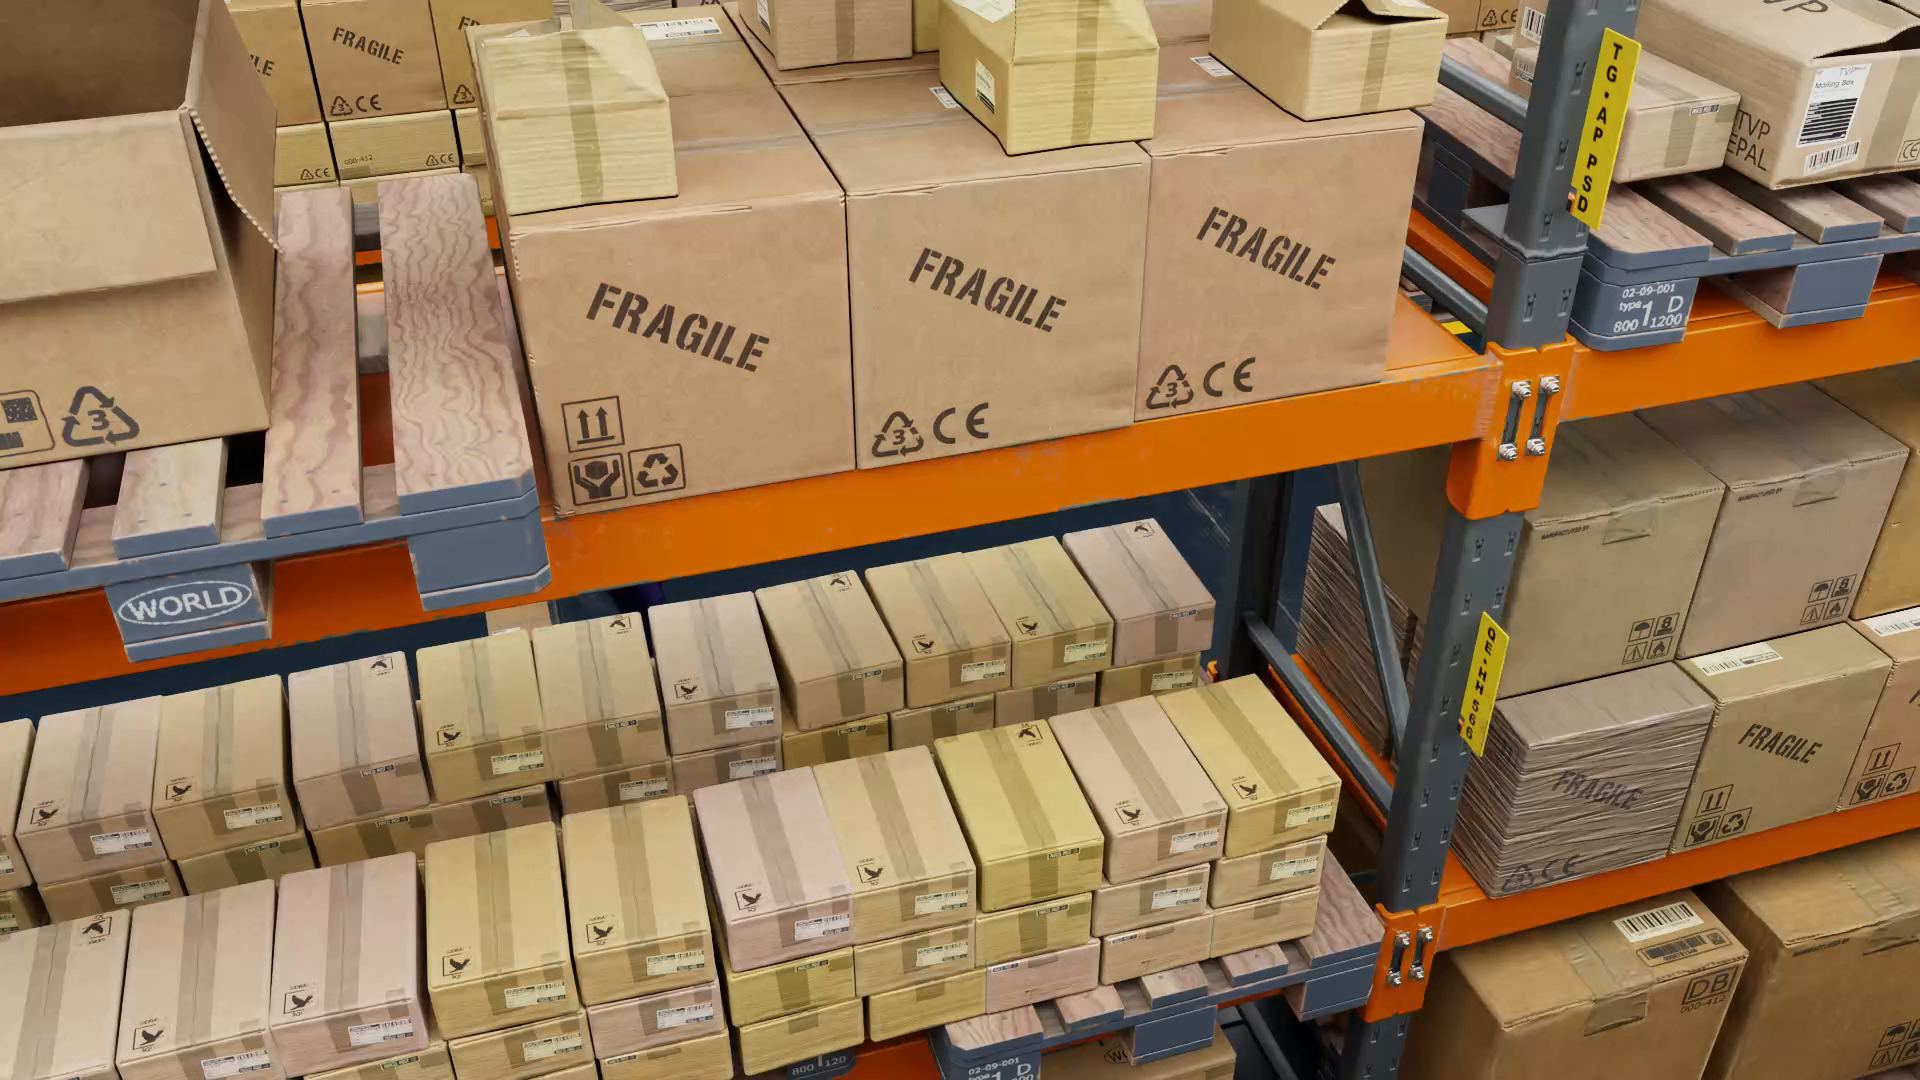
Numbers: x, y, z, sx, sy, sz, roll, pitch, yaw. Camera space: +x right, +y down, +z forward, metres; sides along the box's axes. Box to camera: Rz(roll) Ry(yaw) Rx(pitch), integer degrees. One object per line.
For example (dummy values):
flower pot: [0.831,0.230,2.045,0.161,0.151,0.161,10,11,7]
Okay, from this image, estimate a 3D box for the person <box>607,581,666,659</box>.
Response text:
person: [-1.328,-0.190,6.462,0.342,1.639,0.470,-9,35,-14]
